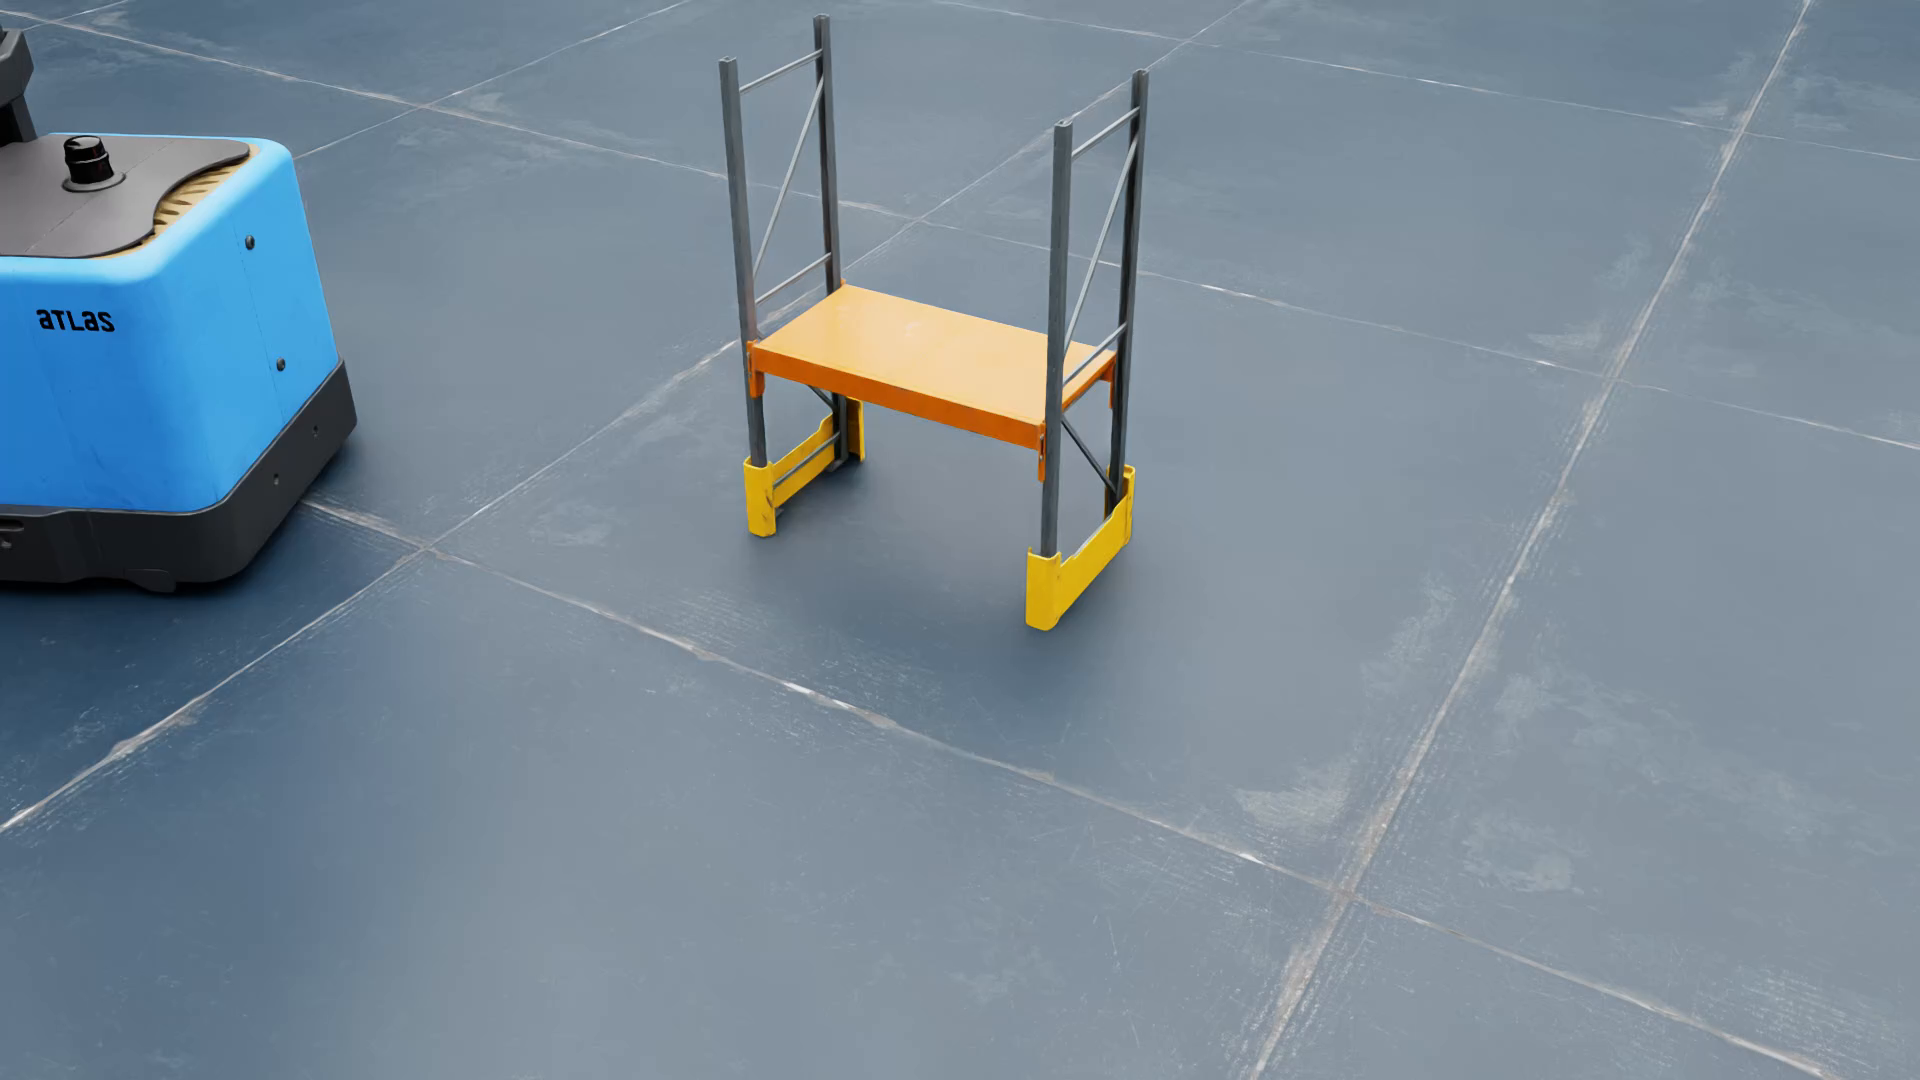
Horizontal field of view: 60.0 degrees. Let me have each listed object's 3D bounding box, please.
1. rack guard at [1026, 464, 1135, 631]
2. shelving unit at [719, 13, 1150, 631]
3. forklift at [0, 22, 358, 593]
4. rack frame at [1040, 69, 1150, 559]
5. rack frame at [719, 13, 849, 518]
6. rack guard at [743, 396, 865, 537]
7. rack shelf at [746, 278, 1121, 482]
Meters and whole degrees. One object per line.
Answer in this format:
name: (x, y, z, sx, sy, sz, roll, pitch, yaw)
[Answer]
rack guard: (0.366, 0.012, 5.007, 0.087, 0.250, 0.587, 18, 37, 24)
shelving unit: (-0.066, -0.645, 4.866, 1.083, 1.500, 0.587, 18, 37, 24)
forklift: (-3.618, -1.388, 4.690, 3.031, 2.935, 1.130, 3, 34, 4)
rack frame: (0.367, -0.508, 4.660, 0.032, 1.500, 0.500, 18, 37, 24)
rack frame: (-0.515, -0.788, 5.079, 0.032, 1.500, 0.500, 18, 37, 24)
rack guard: (-0.499, -0.262, 5.418, 0.087, 0.250, 0.587, 18, 37, 24)
rack shelf: (-0.074, -0.498, 4.969, 1.000, 0.185, 0.538, 18, 37, 24)
